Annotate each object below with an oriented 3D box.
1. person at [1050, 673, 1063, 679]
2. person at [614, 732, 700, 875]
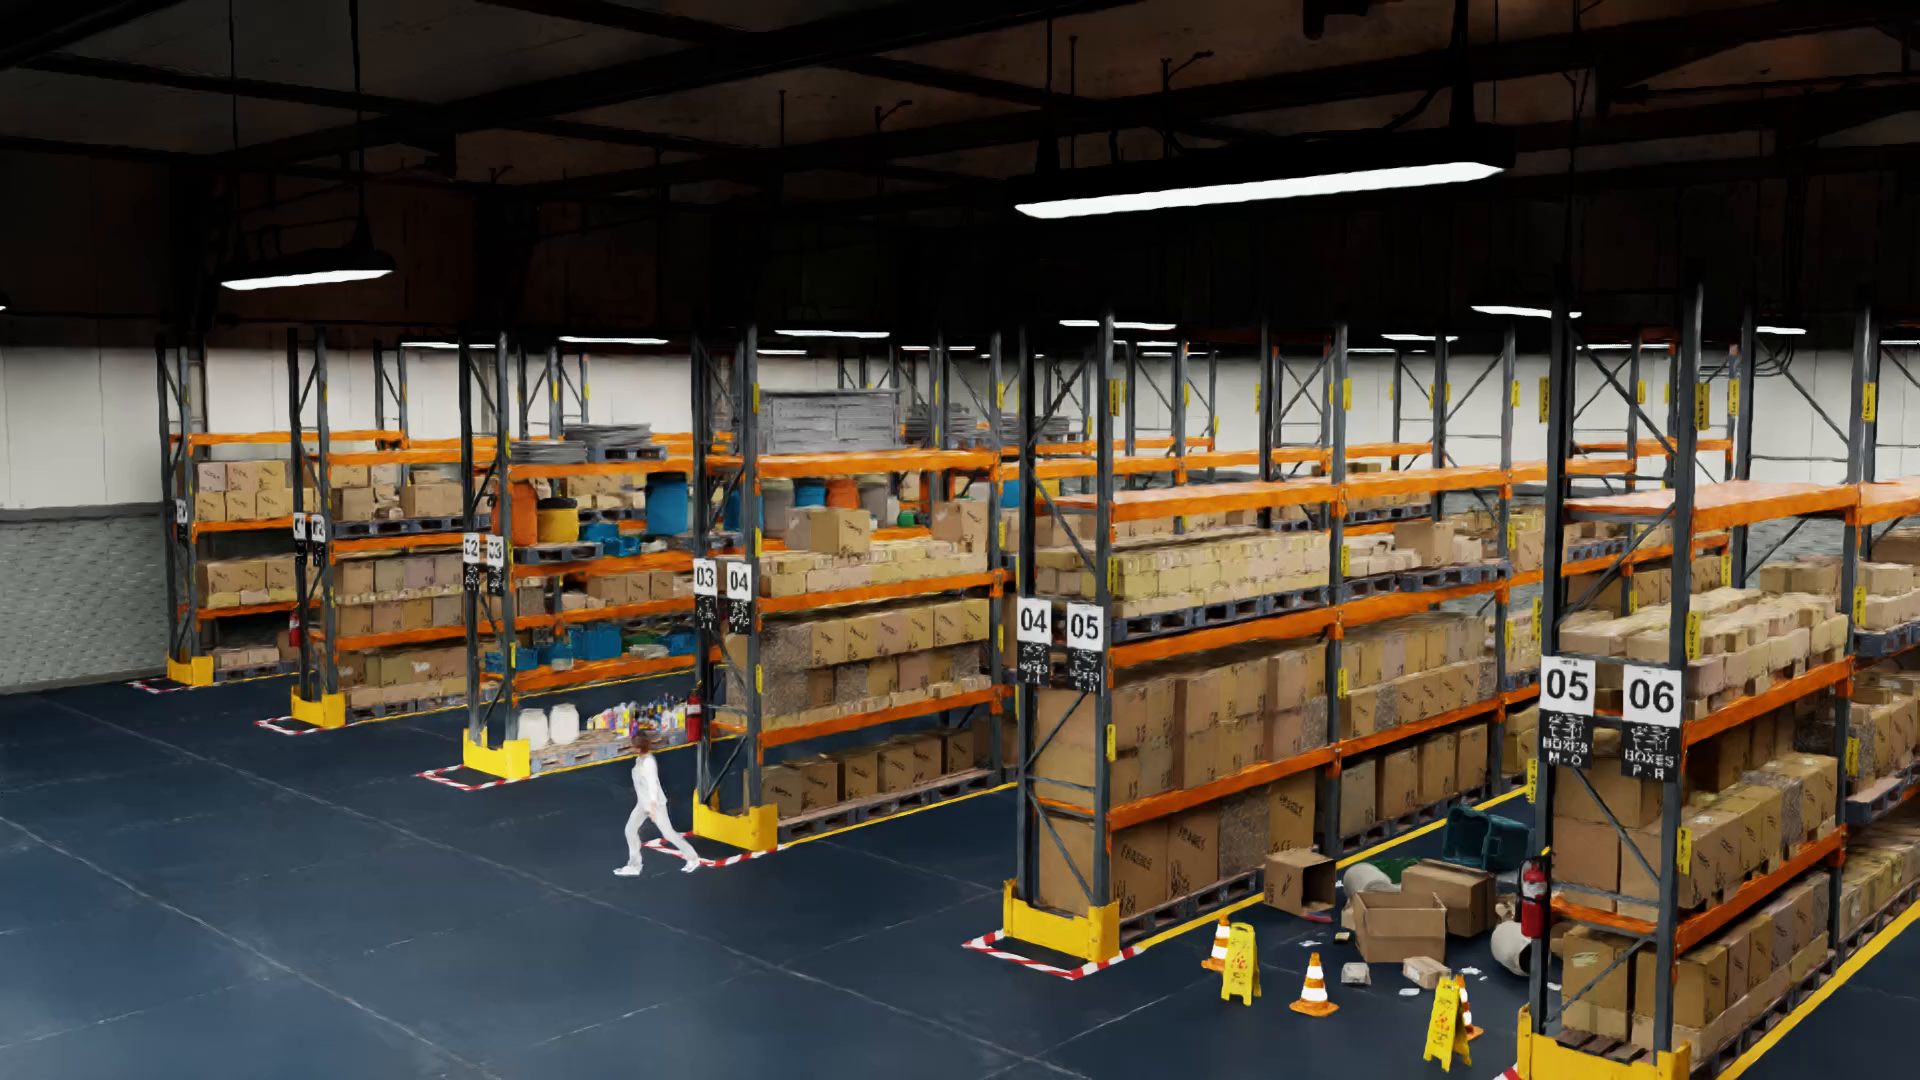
[{"bbox_3d":[1.253,2.434,20.592,0.598,1.619,0.507,5,7,41],"label":"person"},{"bbox_3d":[-3.181,2.759,17.431,0.868,1.530,0.455,-3,6,-25],"label":"person"}]
